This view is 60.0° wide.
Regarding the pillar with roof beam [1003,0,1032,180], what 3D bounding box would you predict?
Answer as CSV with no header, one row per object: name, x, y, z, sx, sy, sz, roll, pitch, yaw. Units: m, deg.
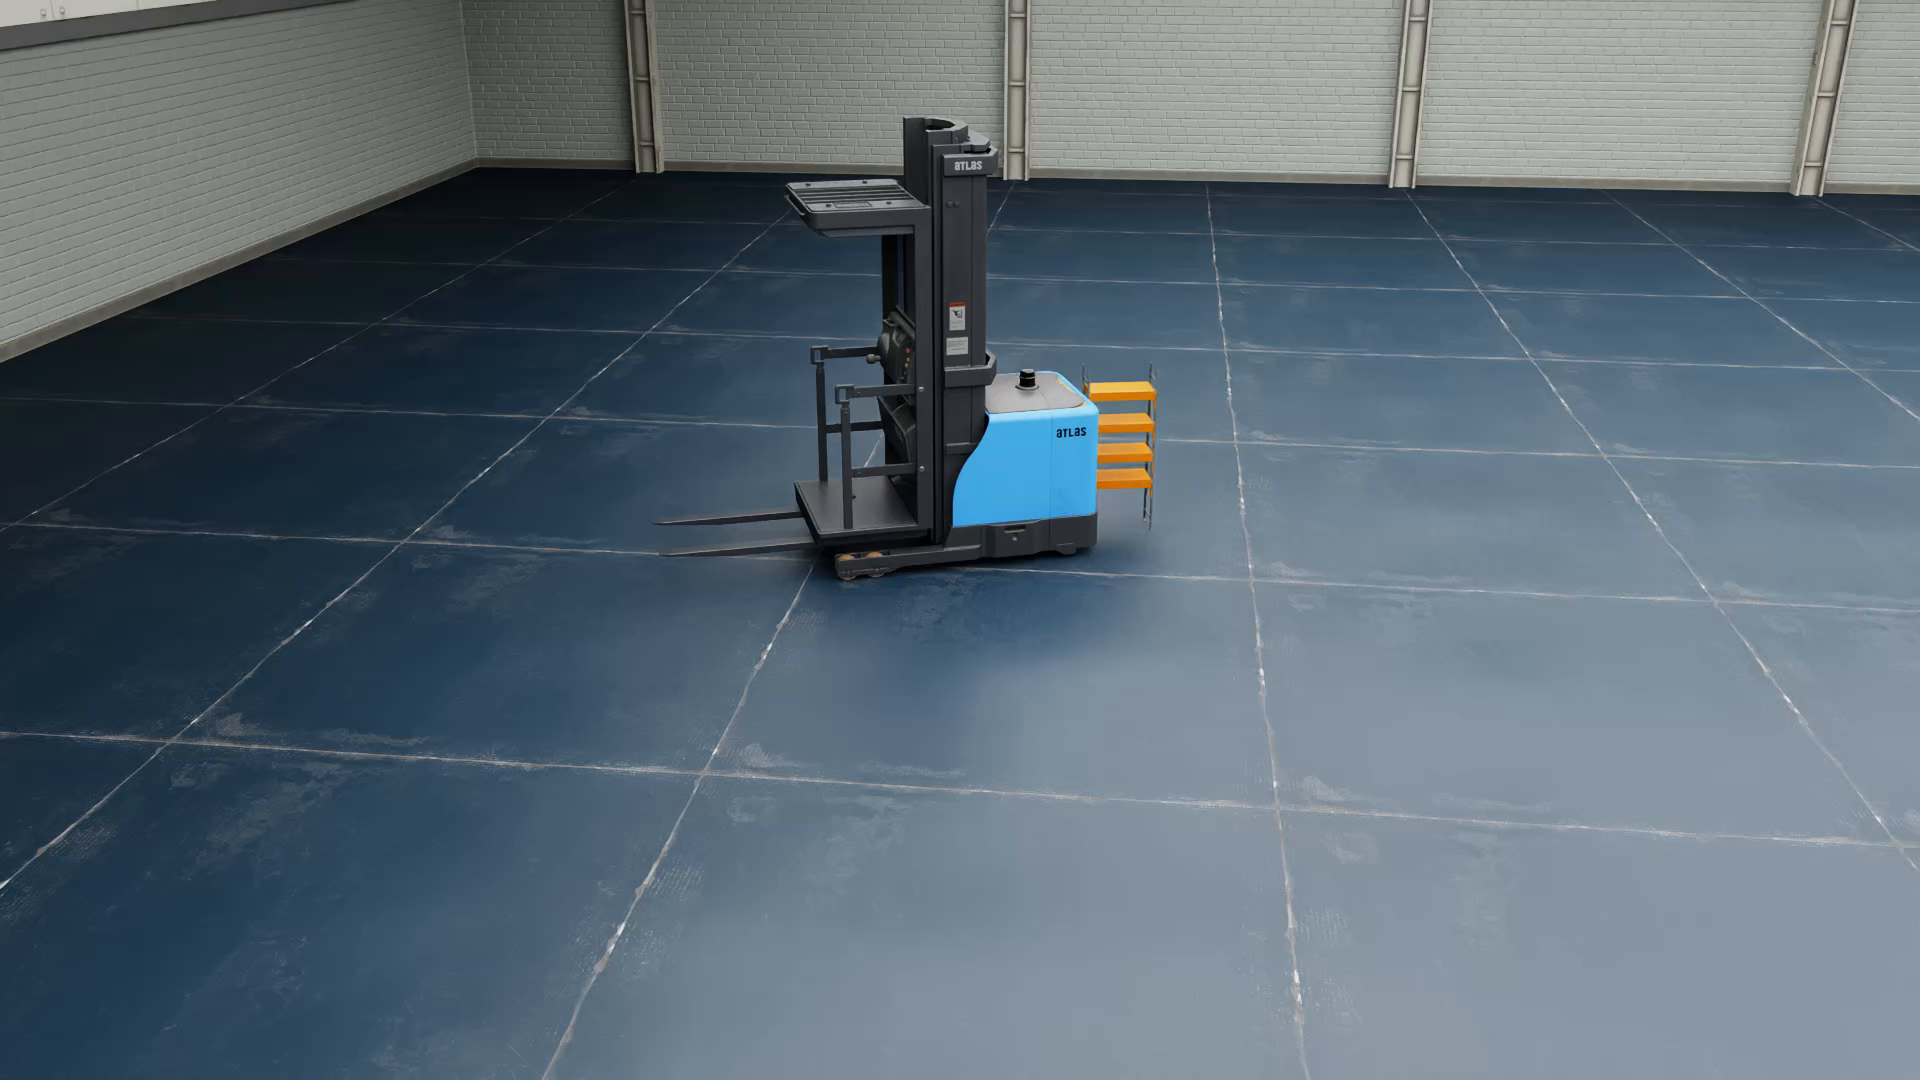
pillar with roof beam,0.391,-8.377,20.889,0.400,9.000,9.100,2,22,6

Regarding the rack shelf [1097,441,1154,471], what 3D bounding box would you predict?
rack shelf,1.134,-0.598,12.004,0.480,0.148,0.258,-2,22,-6

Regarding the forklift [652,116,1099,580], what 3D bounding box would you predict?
forklift,-0.612,-1.307,11.259,3.031,2.935,1.130,-5,22,-13

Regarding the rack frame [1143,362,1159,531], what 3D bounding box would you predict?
rack frame,1.377,-0.670,12.004,0.015,1.200,0.240,-2,22,-6

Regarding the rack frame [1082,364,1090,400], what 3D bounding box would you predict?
rack frame,0.891,-0.651,11.956,0.015,1.200,0.240,-2,22,-6

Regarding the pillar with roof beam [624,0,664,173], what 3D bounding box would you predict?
pillar with roof beam,-5.567,-8.637,21.546,0.400,9.000,9.100,2,22,6

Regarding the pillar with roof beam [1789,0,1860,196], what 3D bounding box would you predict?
pillar with roof beam,12.308,-7.858,19.576,0.400,9.000,9.100,2,22,6

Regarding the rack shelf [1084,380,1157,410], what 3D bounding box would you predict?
rack shelf,1.134,-1.026,11.835,0.480,0.148,0.258,-2,22,-6

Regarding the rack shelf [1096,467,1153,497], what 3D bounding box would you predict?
rack shelf,1.134,-0.414,12.077,0.480,0.148,0.258,-2,22,-6

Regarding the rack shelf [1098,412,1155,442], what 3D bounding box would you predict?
rack shelf,1.134,-0.806,11.922,0.480,0.148,0.258,-2,22,-6

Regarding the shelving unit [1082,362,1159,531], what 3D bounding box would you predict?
shelving unit,1.134,-0.661,11.980,0.503,1.200,0.258,-2,22,-6

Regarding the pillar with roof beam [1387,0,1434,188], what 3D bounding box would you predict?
pillar with roof beam,6.350,-8.118,20.233,0.400,9.000,9.100,2,22,6
